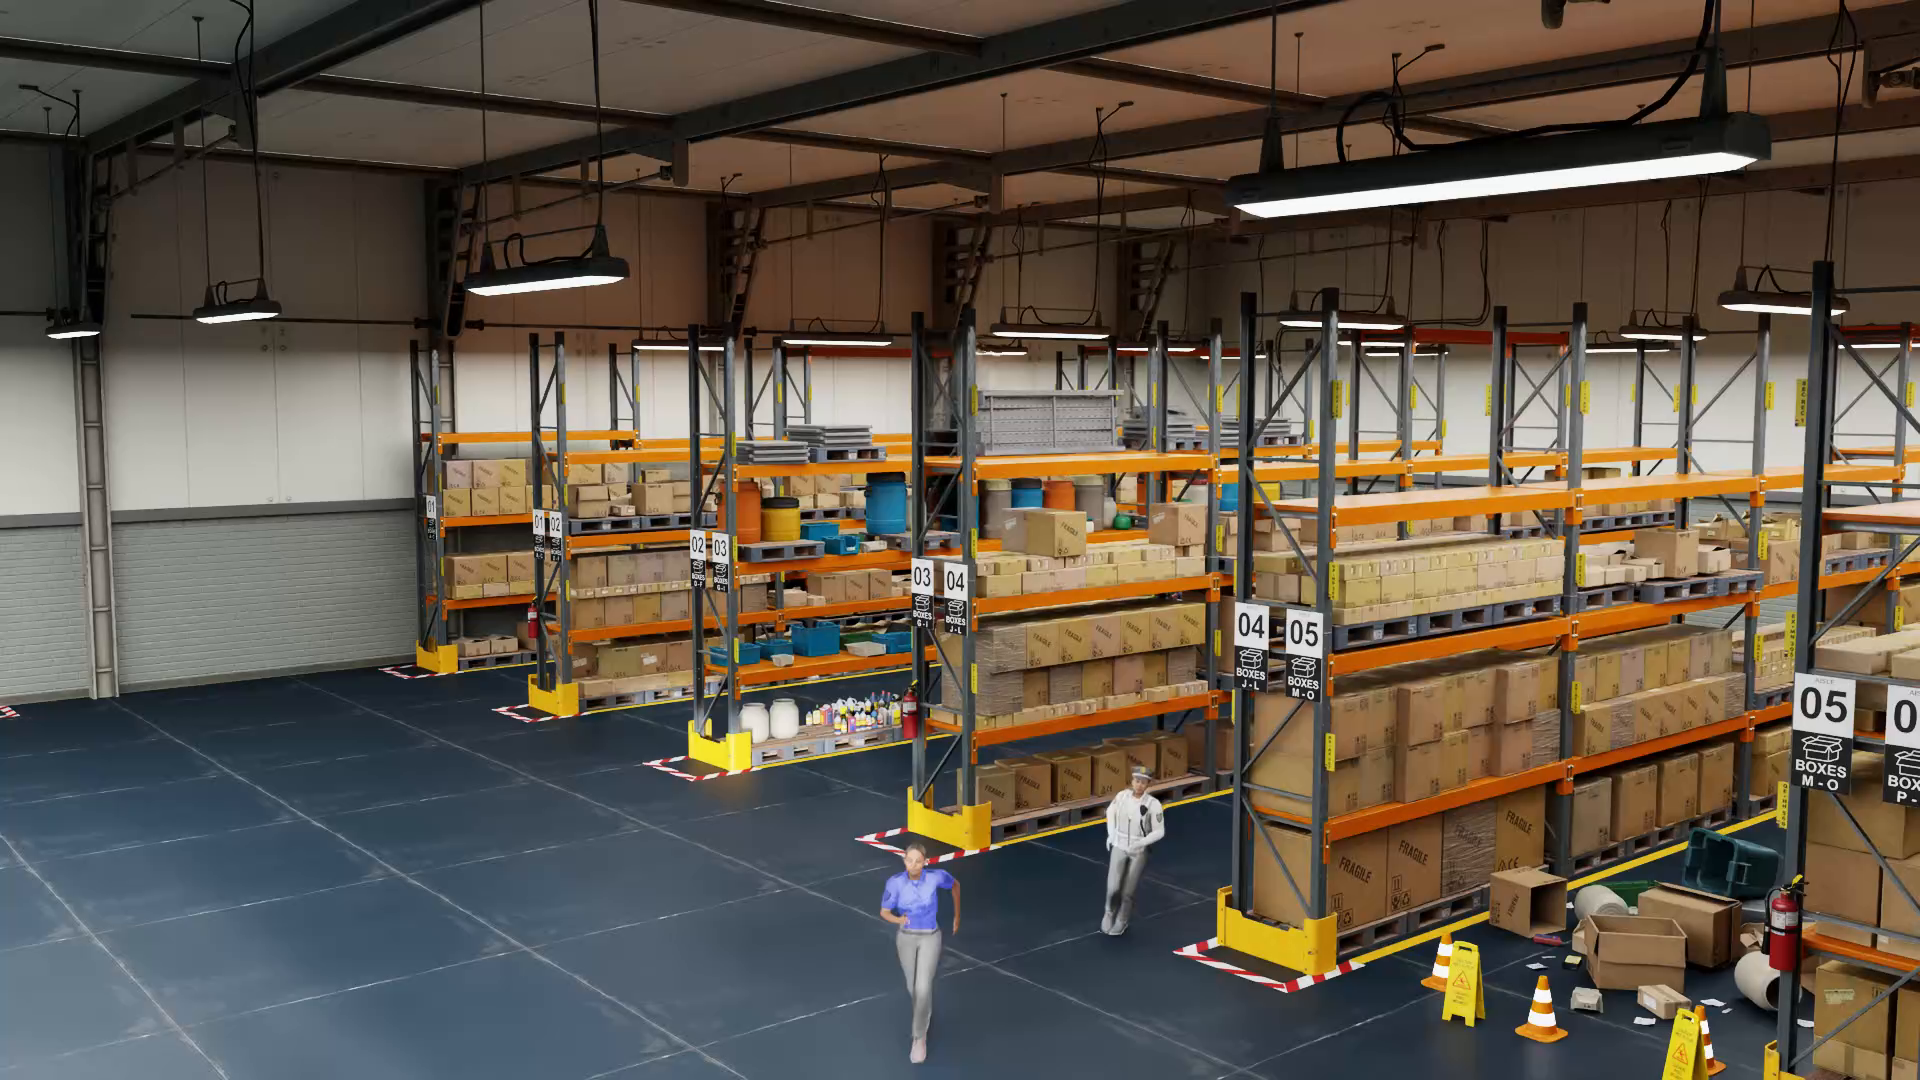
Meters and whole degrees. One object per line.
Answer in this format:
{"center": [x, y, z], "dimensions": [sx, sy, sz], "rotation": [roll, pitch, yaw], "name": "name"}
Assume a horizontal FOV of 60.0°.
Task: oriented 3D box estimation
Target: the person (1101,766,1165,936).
{"center": [1.609, 2.909, 15.524], "dimensions": [0.607, 1.650, 0.539], "rotation": [2, 6, 17], "name": "person"}

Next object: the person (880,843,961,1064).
{"center": [-0.309, 3.157, 12.949], "dimensions": [0.599, 1.684, 0.832], "rotation": [1, 5, 6], "name": "person"}
